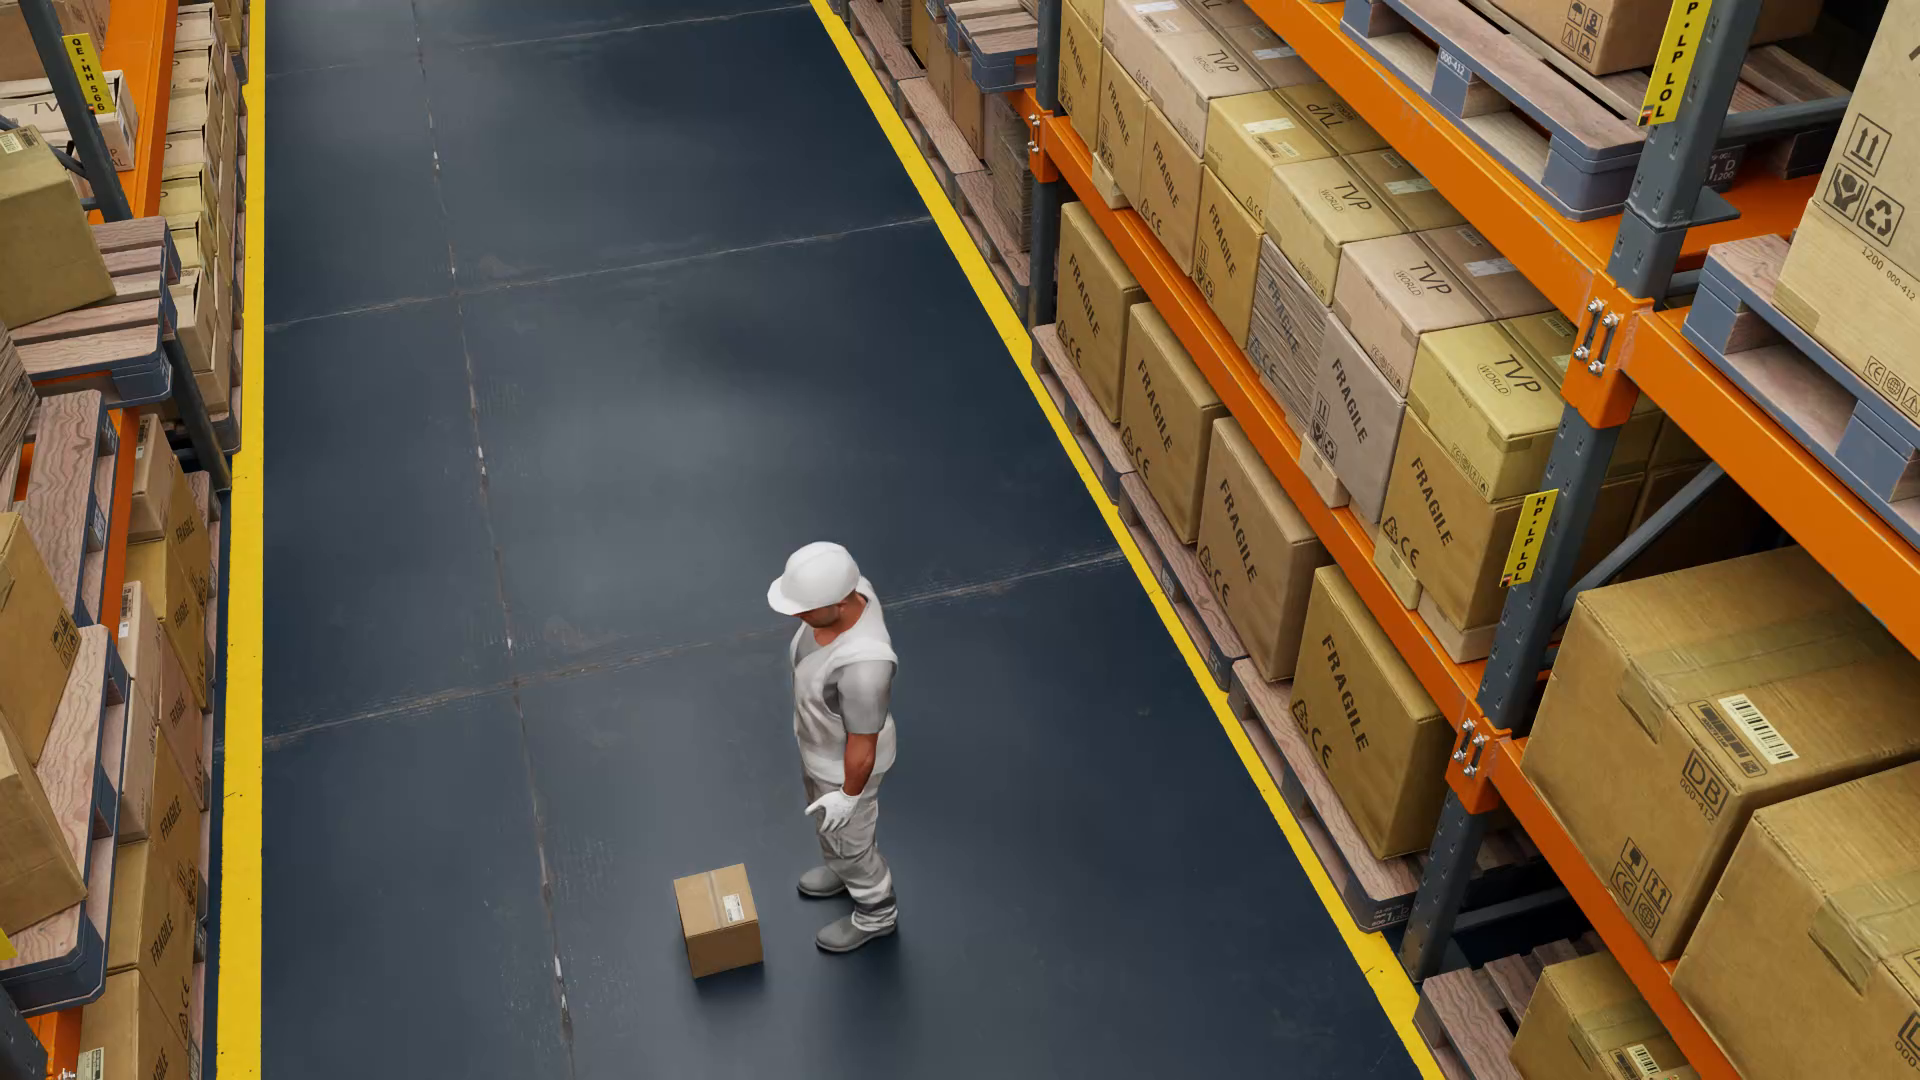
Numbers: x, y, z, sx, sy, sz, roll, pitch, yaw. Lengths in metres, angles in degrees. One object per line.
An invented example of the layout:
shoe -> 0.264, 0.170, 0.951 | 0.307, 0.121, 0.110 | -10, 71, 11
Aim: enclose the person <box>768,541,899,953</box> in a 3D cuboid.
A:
person -> -0.388, 0.680, 5.391 | 0.364, 1.774, 0.529 | -11, 43, -12
